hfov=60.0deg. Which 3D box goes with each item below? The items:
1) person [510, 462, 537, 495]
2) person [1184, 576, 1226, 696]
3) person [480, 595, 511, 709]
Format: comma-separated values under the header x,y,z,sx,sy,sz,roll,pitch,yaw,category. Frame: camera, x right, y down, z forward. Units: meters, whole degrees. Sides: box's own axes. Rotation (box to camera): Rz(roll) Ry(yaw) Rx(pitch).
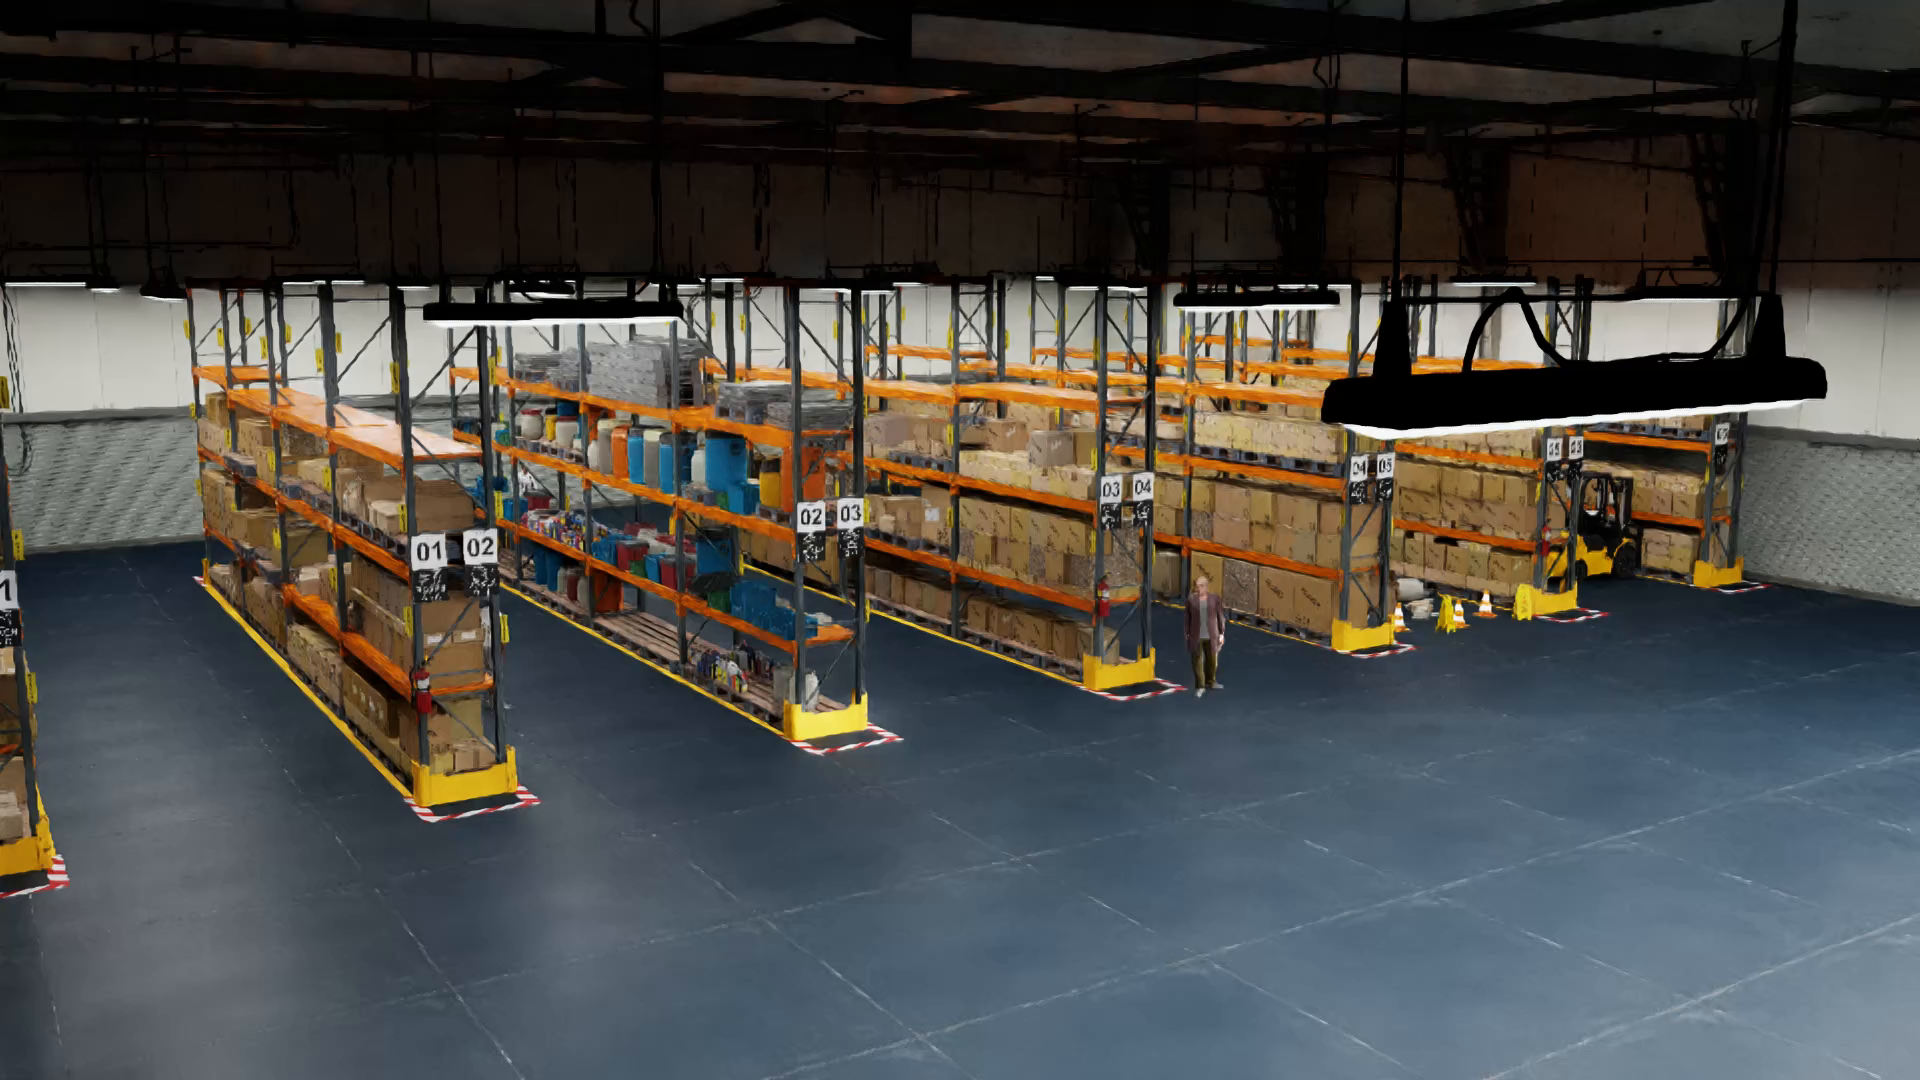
x,y,z,sx,sy,sz,roll,pitch,yaw,category
-10.360,-1.074,39.533,0.639,1.632,0.512,-7,12,-34,person
3.605,1.385,24.496,0.608,1.766,0.628,1,10,7,person
-6.644,1.540,23.737,0.551,1.683,0.440,6,11,32,person
